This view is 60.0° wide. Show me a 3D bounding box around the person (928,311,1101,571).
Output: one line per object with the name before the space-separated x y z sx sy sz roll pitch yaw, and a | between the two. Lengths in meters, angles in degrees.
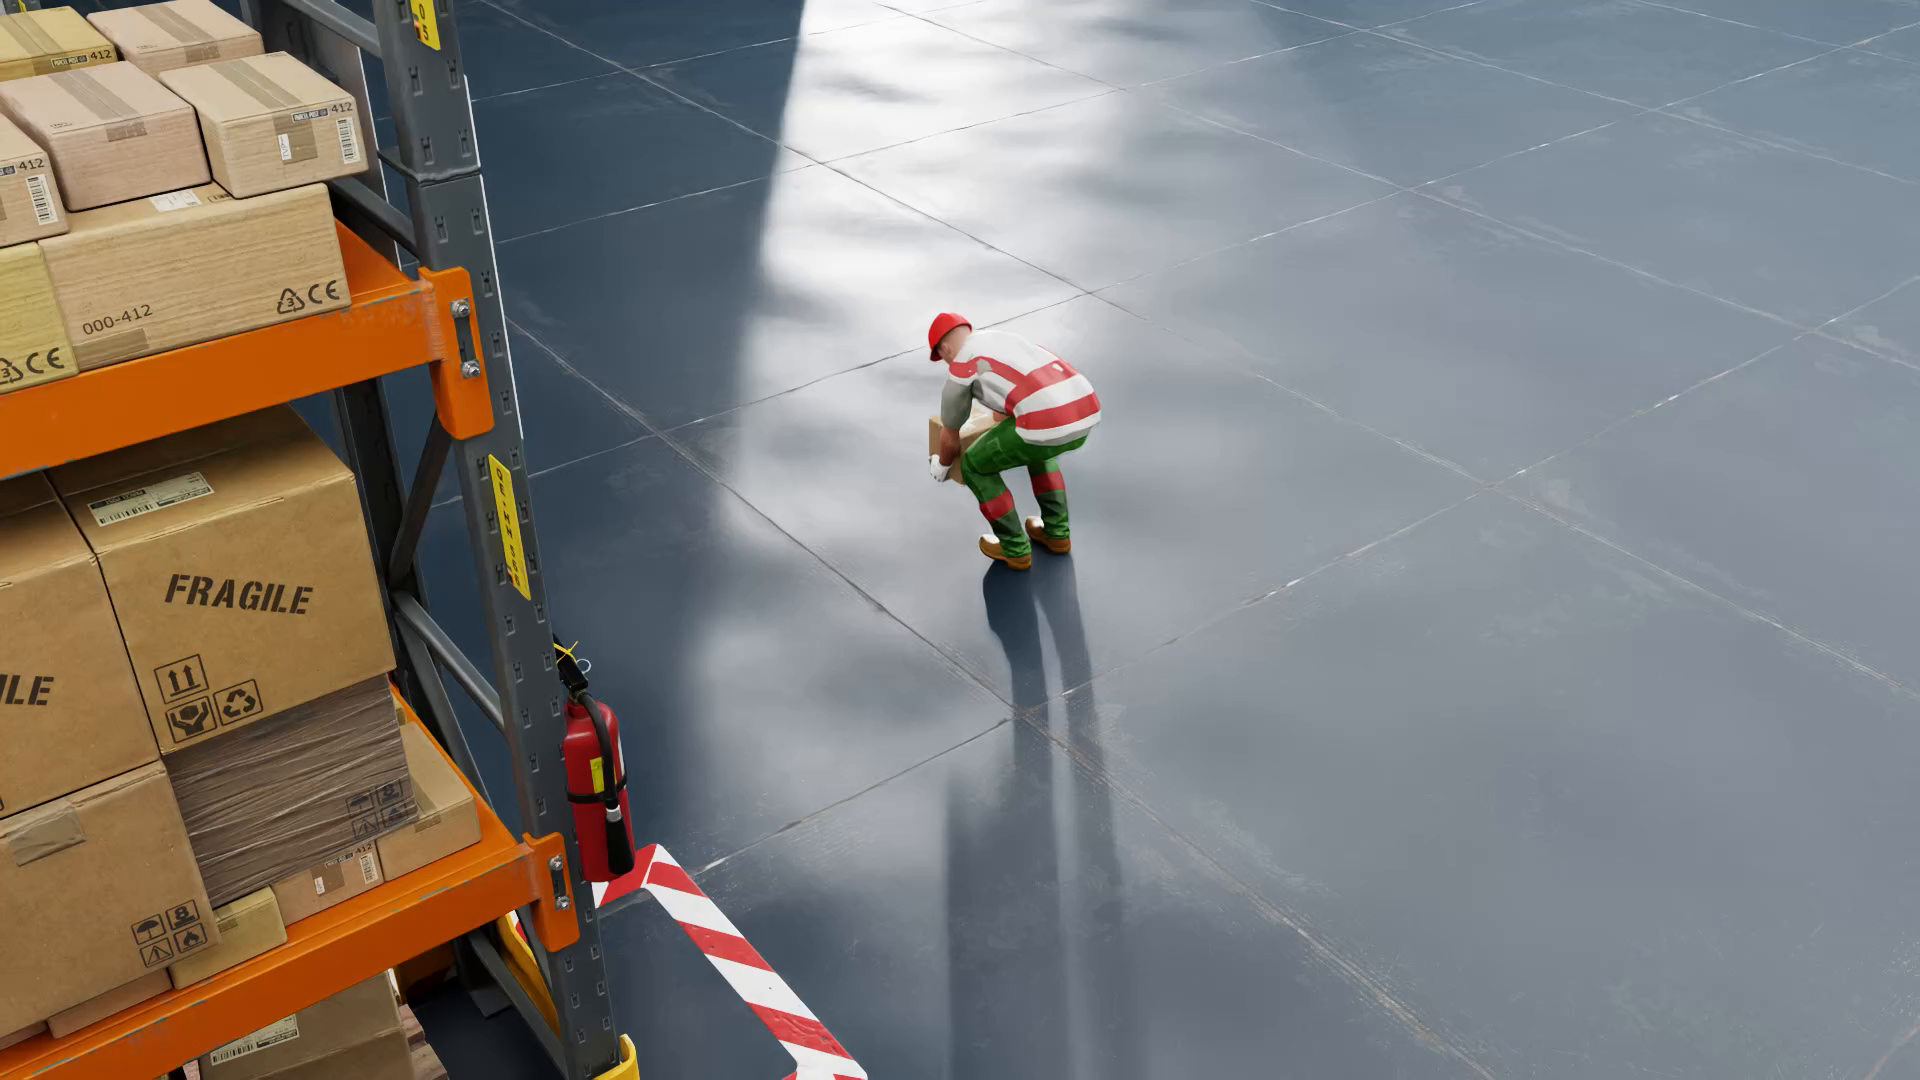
person | 0.202 -0.455 7.578 0.534 1.013 0.958 -24 39 -33
